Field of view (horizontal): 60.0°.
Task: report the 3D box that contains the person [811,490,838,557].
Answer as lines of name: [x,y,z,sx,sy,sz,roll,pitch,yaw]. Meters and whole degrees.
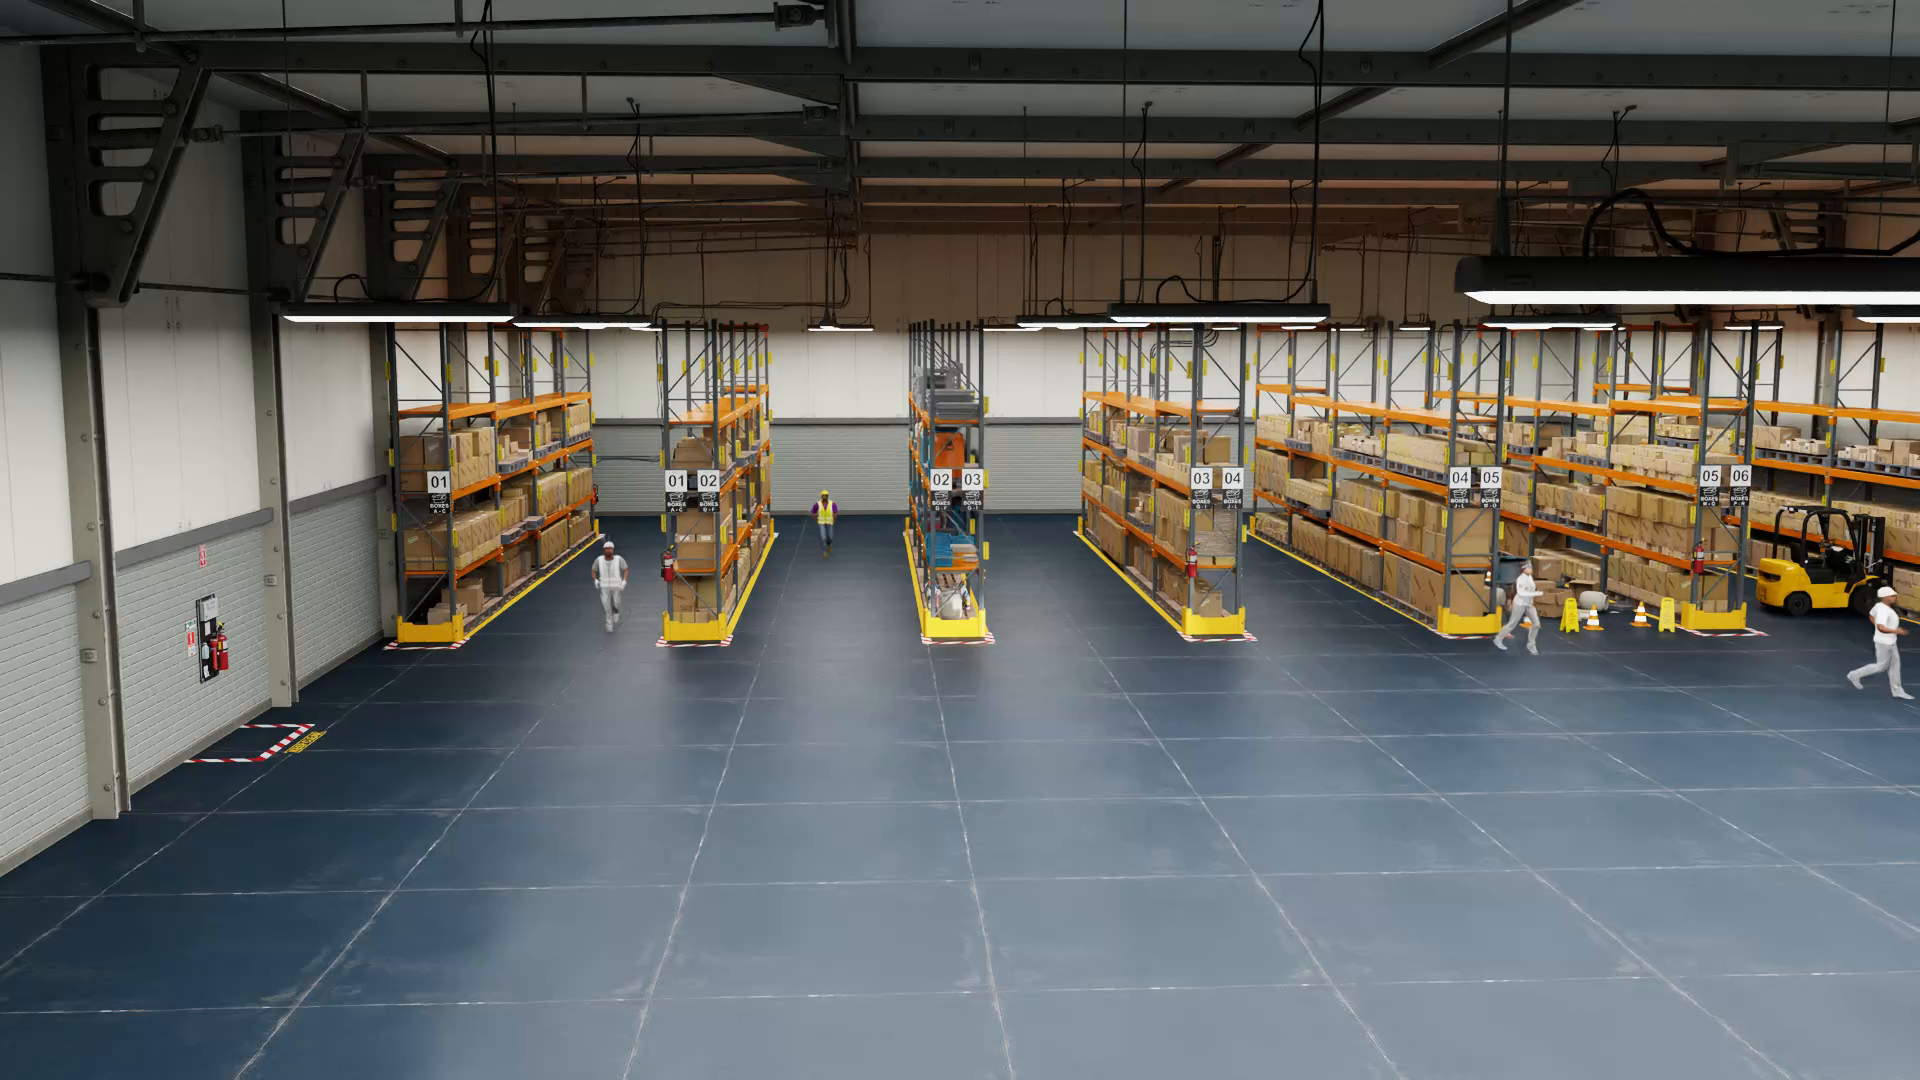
person: [-3.484,-0.423,42.876,0.700,1.718,0.625,-1,7,-11]

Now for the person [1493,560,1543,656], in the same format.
person: [10.088,1.203,29.899,0.623,1.742,0.877,-6,10,-42]

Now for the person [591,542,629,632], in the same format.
person: [-6.768,0.891,32.159,0.722,1.741,0.716,-1,7,-11]

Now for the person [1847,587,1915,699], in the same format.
person: [14.571,1.590,26.184,0.918,1.714,0.700,5,9,34]
